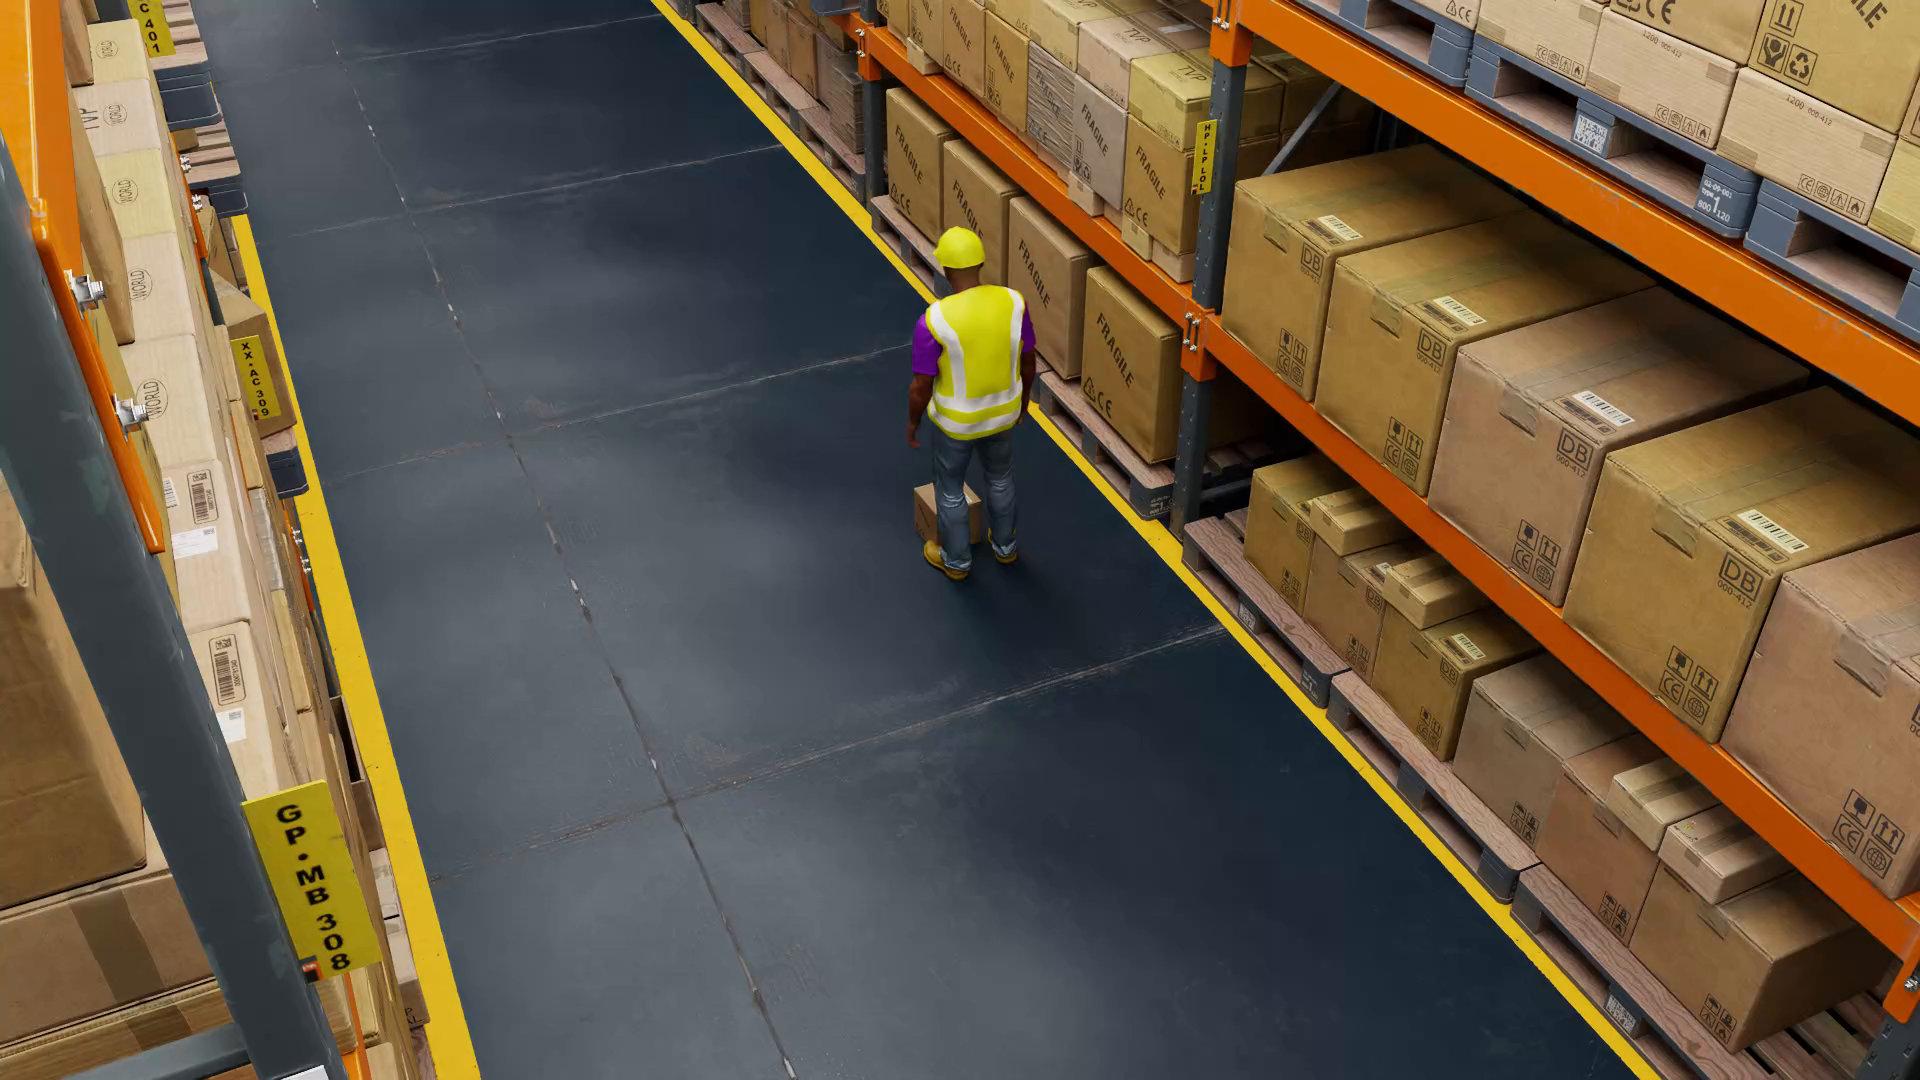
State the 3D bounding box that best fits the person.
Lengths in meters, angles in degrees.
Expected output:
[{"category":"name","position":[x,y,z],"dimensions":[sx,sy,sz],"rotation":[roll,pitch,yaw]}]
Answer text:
[{"category":"person","position":[0.049,-0.605,7.642],"dimensions":[0.628,1.761,0.456],"rotation":[-15,40,-19]}]
